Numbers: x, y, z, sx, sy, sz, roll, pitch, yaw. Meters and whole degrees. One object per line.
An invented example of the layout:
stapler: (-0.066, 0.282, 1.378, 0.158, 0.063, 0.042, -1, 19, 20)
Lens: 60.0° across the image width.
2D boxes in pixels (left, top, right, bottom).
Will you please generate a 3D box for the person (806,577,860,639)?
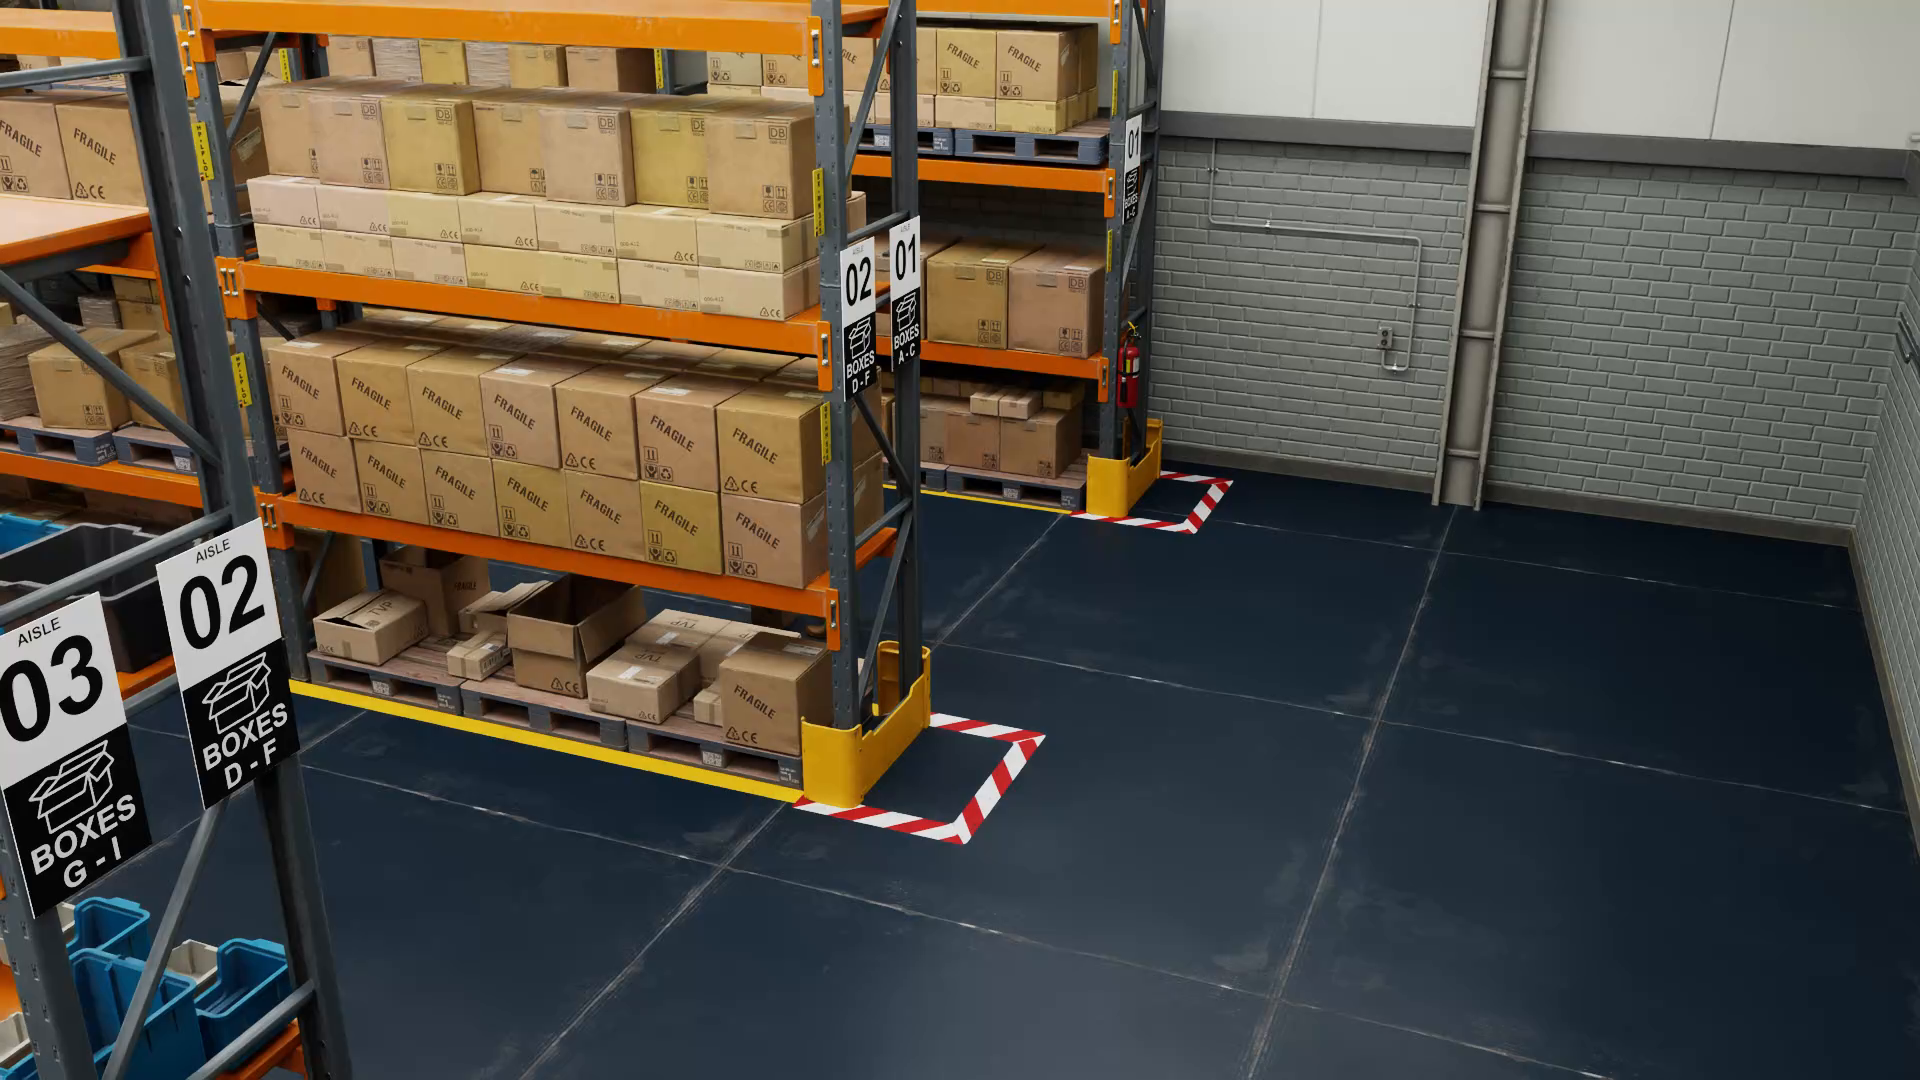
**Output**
person: (-0.888, -0.182, 11.360, 0.348, 1.780, 0.527, 9, 24, 21)
